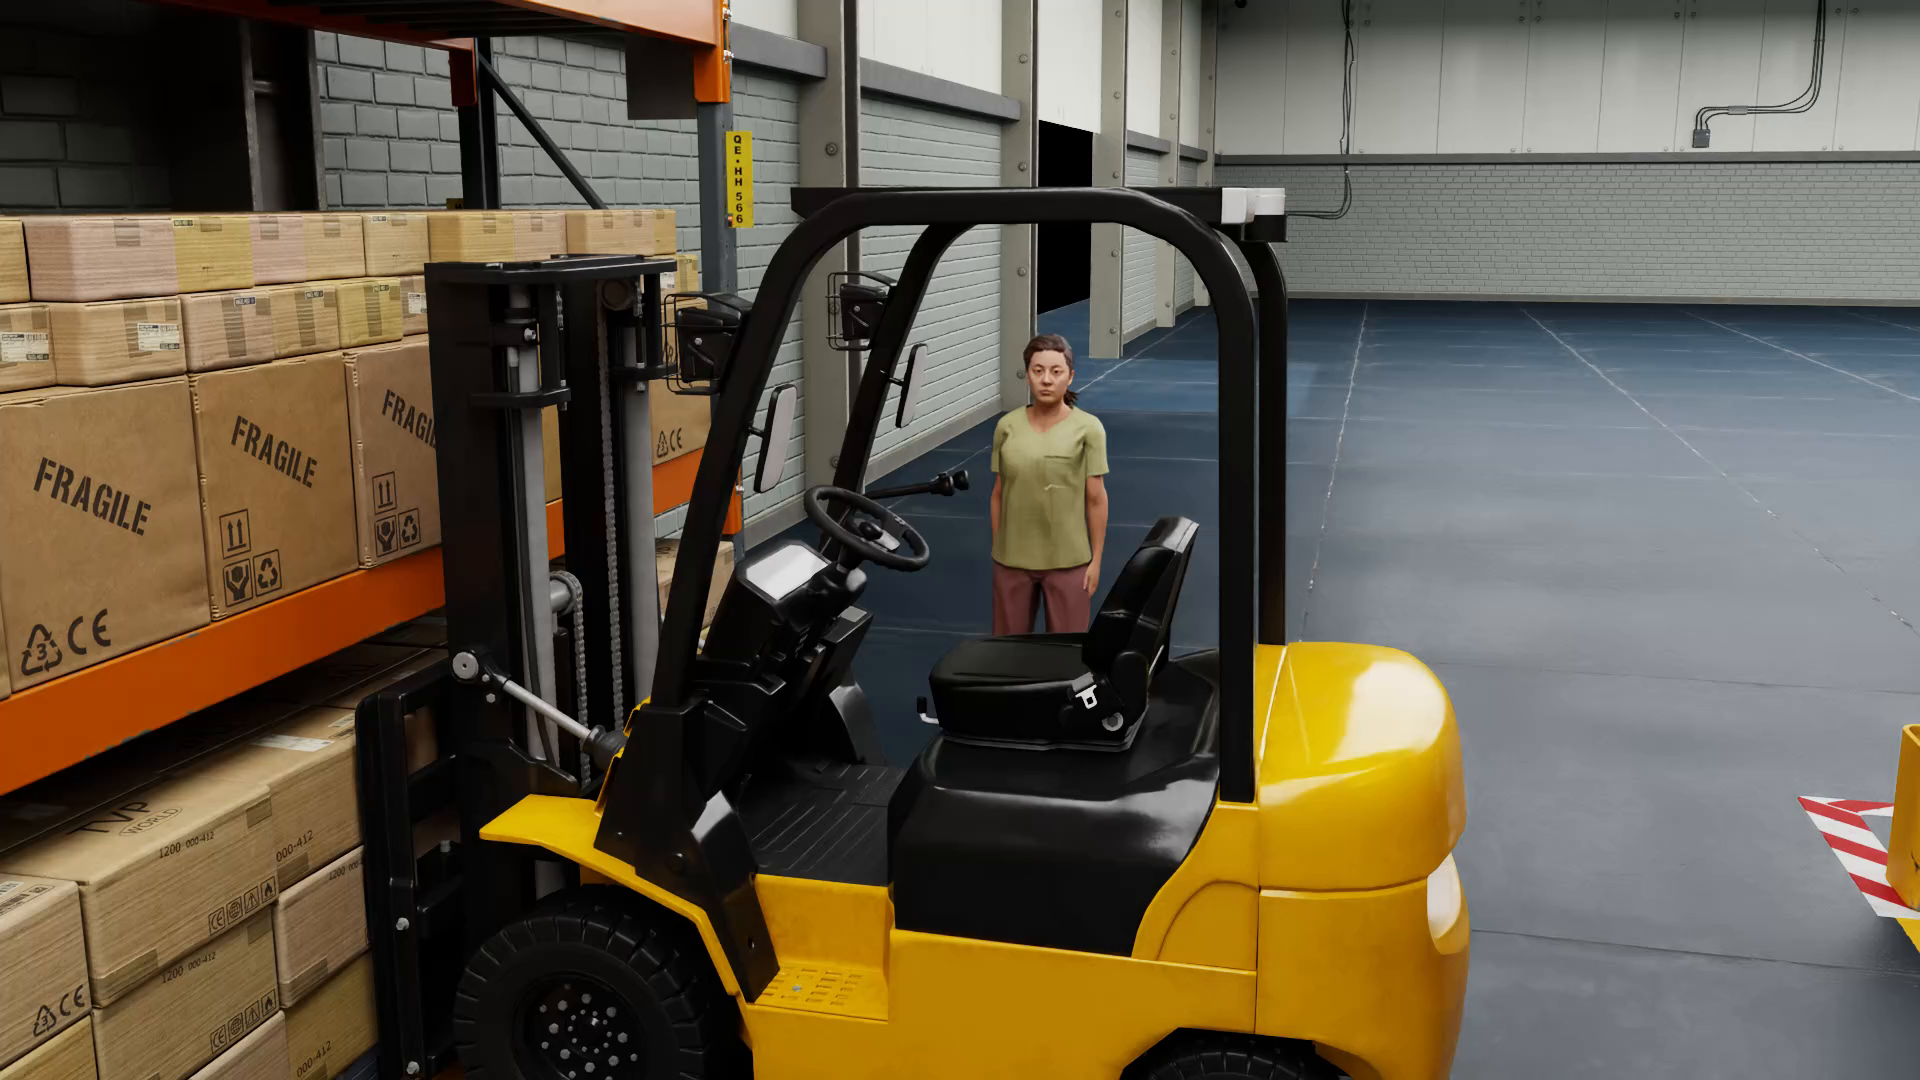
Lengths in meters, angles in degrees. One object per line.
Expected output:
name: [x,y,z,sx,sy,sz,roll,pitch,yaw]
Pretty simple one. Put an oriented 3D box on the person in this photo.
person: [0.311,0.104,6.032,0.440,1.693,0.369,3,12,15]
